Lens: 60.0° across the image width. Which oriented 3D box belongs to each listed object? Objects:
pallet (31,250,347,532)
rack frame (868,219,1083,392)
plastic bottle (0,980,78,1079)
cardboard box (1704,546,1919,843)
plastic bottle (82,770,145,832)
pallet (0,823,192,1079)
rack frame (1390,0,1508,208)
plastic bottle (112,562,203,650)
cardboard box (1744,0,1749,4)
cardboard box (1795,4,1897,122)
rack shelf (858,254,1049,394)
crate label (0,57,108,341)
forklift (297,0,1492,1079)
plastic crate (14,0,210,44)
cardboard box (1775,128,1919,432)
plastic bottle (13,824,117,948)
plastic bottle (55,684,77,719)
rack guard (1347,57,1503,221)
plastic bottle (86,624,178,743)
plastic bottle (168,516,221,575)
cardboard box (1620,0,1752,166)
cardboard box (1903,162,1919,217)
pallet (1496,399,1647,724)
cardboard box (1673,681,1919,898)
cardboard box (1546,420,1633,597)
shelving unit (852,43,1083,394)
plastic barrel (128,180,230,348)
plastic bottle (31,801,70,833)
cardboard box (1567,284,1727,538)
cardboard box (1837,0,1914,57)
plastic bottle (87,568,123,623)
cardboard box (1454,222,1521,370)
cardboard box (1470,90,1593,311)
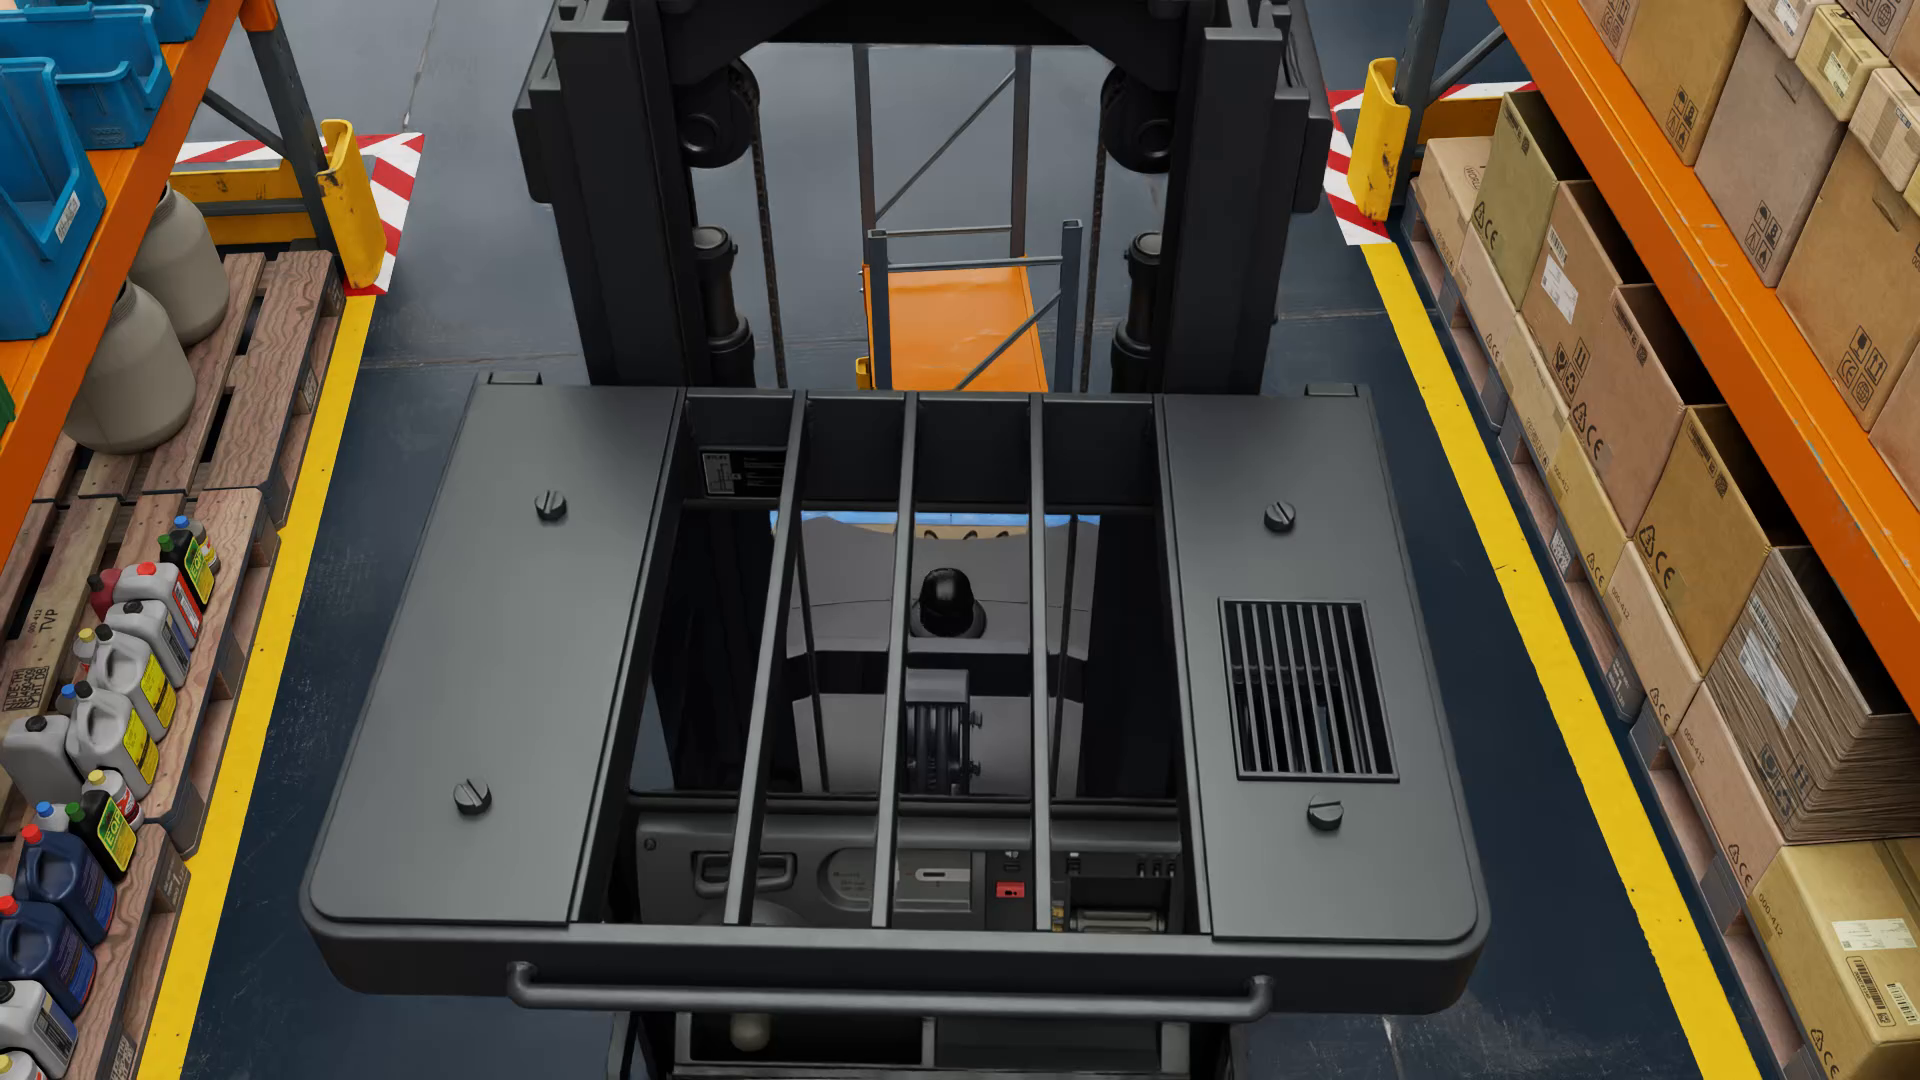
[{"bbox_3d":[-2.690,-0.502,5.580,1.003,0.211,1.213,-3,47,-3],"label":"pallet"},{"bbox_3d":[0.035,-0.210,4.416,0.500,1.500,0.032,-3,47,-3],"label":"rack frame"},{"bbox_3d":[-2.115,1.089,3.726,0.152,0.276,0.135,-2,47,-2],"label":"plastic bottle"},{"bbox_3d":[2.179,0.353,3.938,0.500,0.500,0.500,-3,47,-3],"label":"cardboard box"},{"bbox_3d":[-2.141,0.652,4.191,0.097,0.201,0.097,0,47,0],"label":"plastic bottle"},{"bbox_3d":[-2.485,1.263,3.908,1.003,0.211,1.213,-3,47,-3],"label":"pallet"},{"bbox_3d":[2.131,-2.400,5.457,1.000,3.000,0.127,-3,47,-3],"label":"rack frame"},{"bbox_3d":[-2.221,0.170,4.596,0.152,0.276,0.135,-3,47,-3],"label":"plastic bottle"},{"bbox_3d":[2.059,-1.428,4.021,0.380,0.149,0.250,-4,47,-4],"label":"cardboard box"},{"bbox_3d":[2.099,-1.057,3.670,0.380,0.149,0.250,-2,47,-2],"label":"cardboard box"},{"bbox_3d":[-0.007,-0.454,4.895,0.538,0.185,1.000,-3,47,-3],"label":"rack shelf"},{"bbox_3d":[-2.382,-0.798,3.916,0.502,0.435,0.616,-3,47,-3],"label":"crate label"},{"bbox_3d":[-0.053,0.732,2.538,1.130,2.935,3.031,1,47,1],"label":"forklift"},{"bbox_3d":[-2.466,-1.706,4.902,0.499,0.251,0.616,-3,47,-3],"label":"plastic crate"},{"bbox_3d":[2.333,-0.605,3.688,0.700,0.500,0.500,-3,47,-3],"label":"cardboard box"},{"bbox_3d":[-2.141,0.807,3.942,0.144,0.351,0.185,-5,47,-5],"label":"plastic bottle"},{"bbox_3d":[-2.308,0.455,4.378,0.097,0.201,0.097,0,47,0],"label":"plastic bottle"},{"bbox_3d":[2.129,-1.557,6.381,1.175,0.500,0.348,-3,47,-3],"label":"rack guard"},{"bbox_3d":[-2.192,0.364,4.360,0.144,0.351,0.185,-2,47,-2],"label":"plastic bottle"},{"bbox_3d":[-2.215,0.012,4.797,0.097,0.201,0.097,0,47,0],"label":"plastic bottle"},{"bbox_3d":[2.242,-1.356,4.400,0.700,0.500,0.500,-3,47,-3],"label":"cardboard box"},{"bbox_3d":[2.146,-0.683,3.315,0.380,0.149,0.250,-4,47,-3],"label":"cardboard box"},{"bbox_3d":[2.335,-0.009,5.113,1.003,0.211,1.213,-3,47,-3],"label":"pallet"},{"bbox_3d":[2.177,0.611,4.210,0.500,0.250,0.500,-3,47,-3],"label":"cardboard box"},{"bbox_3d":[2.078,-0.112,4.894,0.500,0.250,0.500,-3,47,-3],"label":"cardboard box"},{"bbox_3d":[-0.006,-0.571,4.758,0.587,1.500,1.083,-3,47,-3],"label":"shelving unit"},{"bbox_3d":[-2.674,-0.919,5.478,0.421,0.512,0.421,0,47,0],"label":"plastic barrel"},{"bbox_3d":[-2.190,0.730,4.069,0.097,0.271,0.097,0,47,0],"label":"plastic bottle"},{"bbox_3d":[2.077,-0.369,4.622,0.500,0.500,0.500,-3,47,-3],"label":"cardboard box"},{"bbox_3d":[2.296,-1.396,3.544,0.700,0.500,0.500,-3,47,-3],"label":"cardboard box"},{"bbox_3d":[-2.327,0.175,4.587,0.061,0.283,0.133,-3,47,-3],"label":"plastic bottle"},{"bbox_3d":[1.999,-0.835,5.580,0.500,0.250,0.500,-3,47,-3],"label":"cardboard box"},{"bbox_3d":[1.998,-1.093,5.307,0.500,0.500,0.500,-3,47,-3],"label":"cardboard box"}]
